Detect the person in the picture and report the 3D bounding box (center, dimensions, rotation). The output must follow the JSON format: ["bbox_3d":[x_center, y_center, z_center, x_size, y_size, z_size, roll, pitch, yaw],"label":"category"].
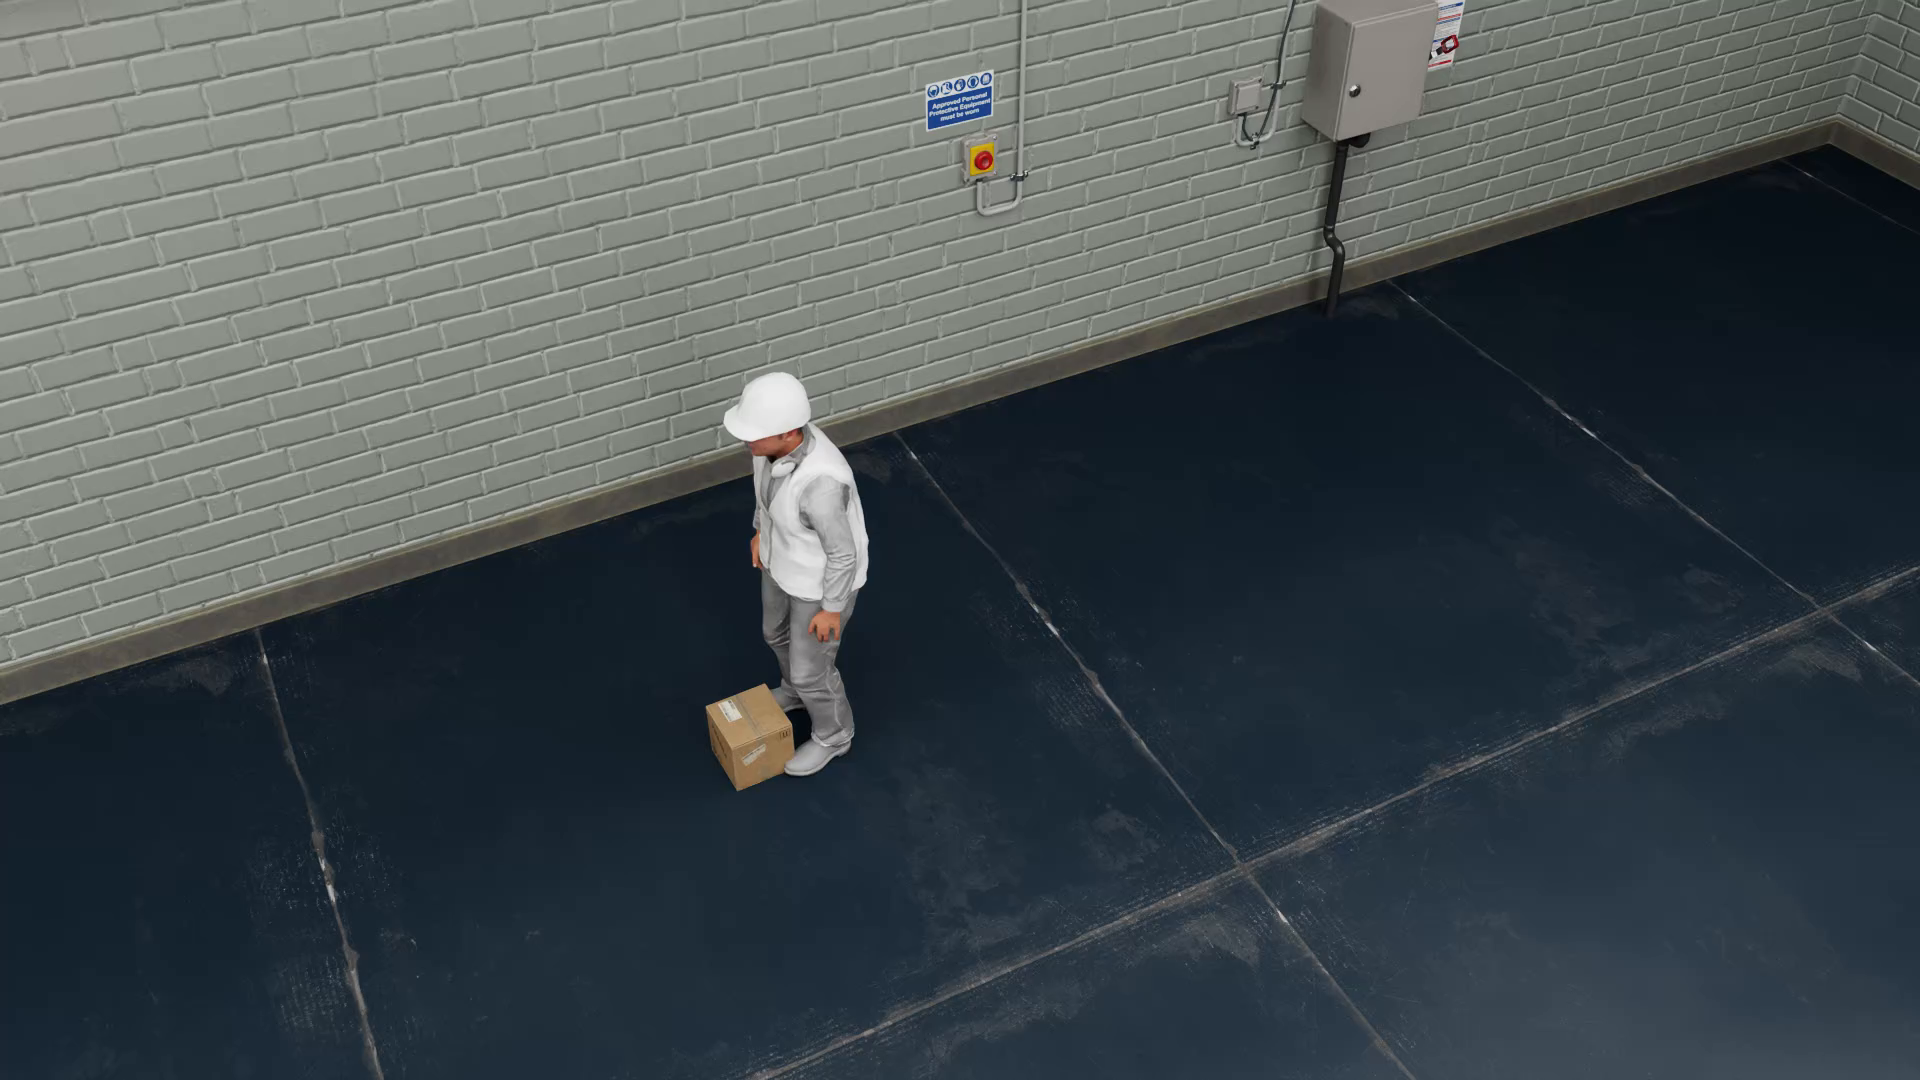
[{"bbox_3d":[-0.575,0.108,6.014,0.462,1.771,0.594,-21,45,-23],"label":"person"}]
